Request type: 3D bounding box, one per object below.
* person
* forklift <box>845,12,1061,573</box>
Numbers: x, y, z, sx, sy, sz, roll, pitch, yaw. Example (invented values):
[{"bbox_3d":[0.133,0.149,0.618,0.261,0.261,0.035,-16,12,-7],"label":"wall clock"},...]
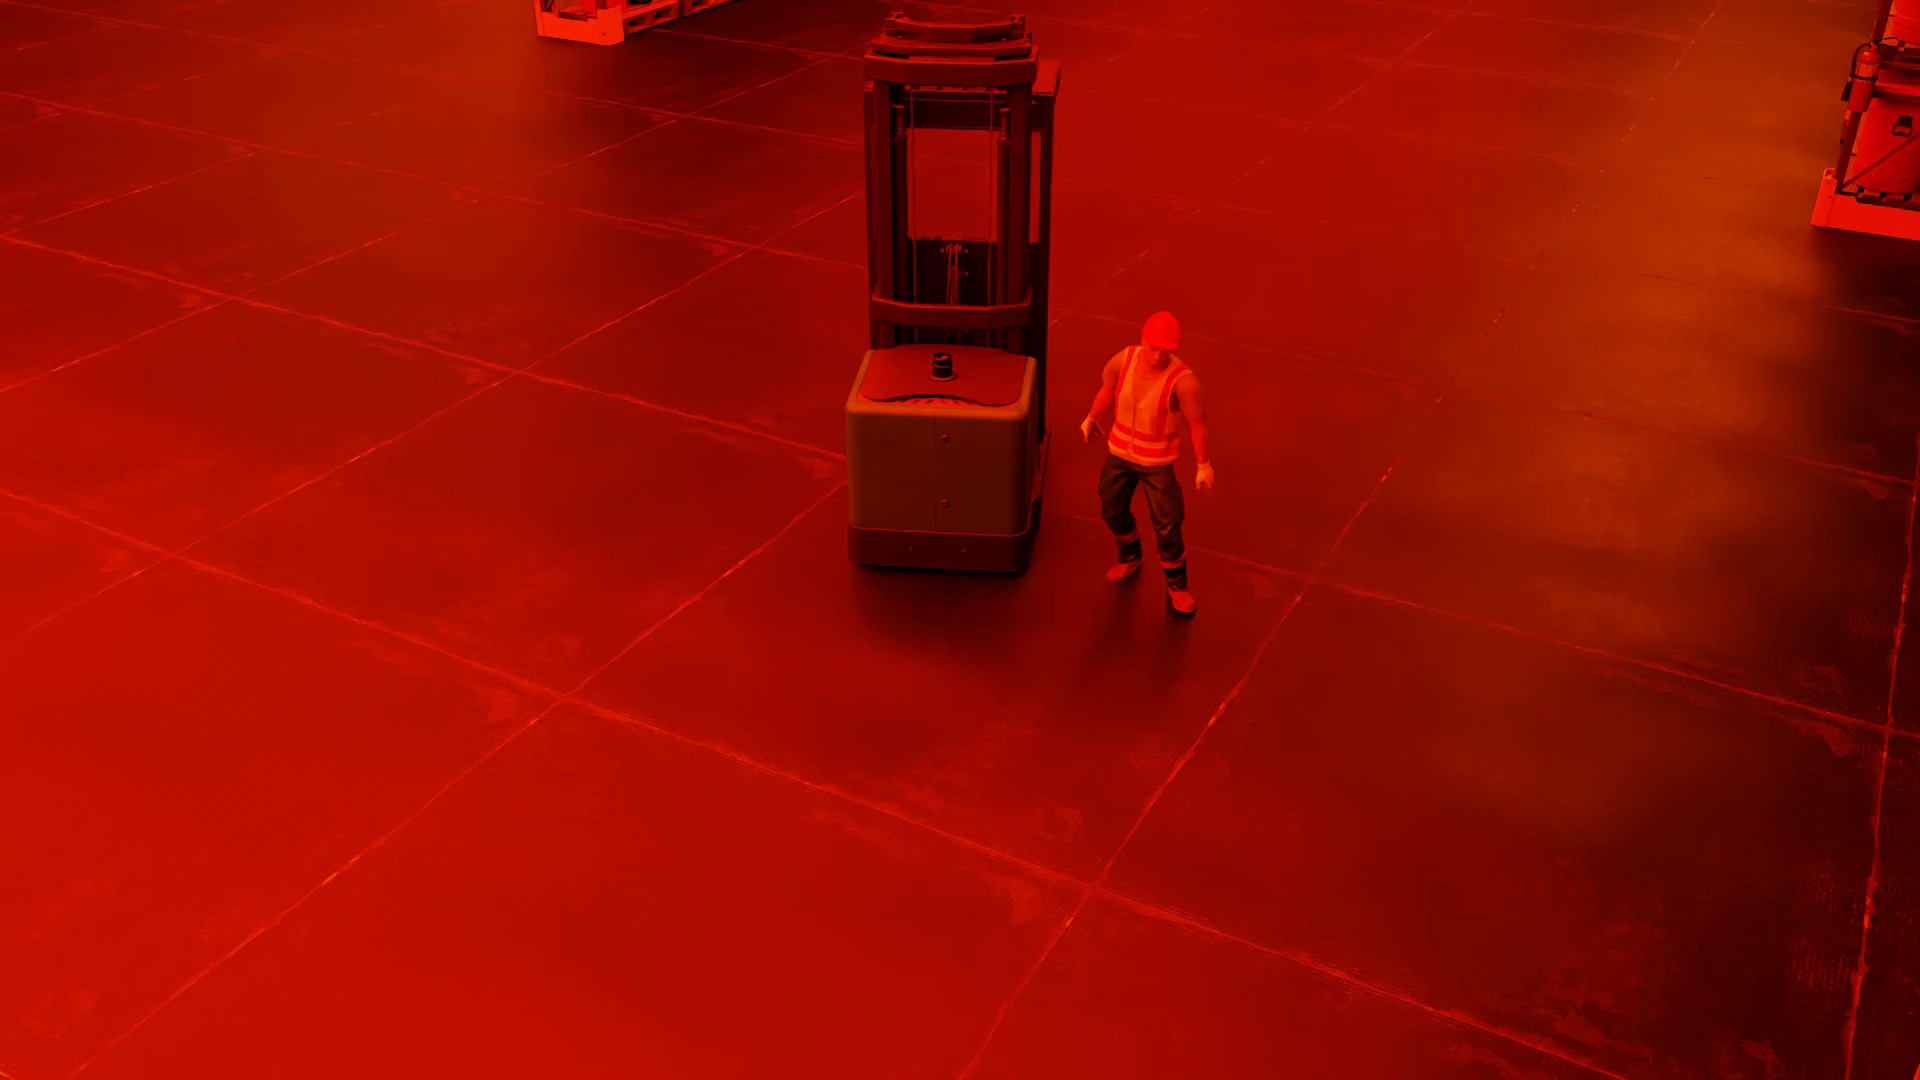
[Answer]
[{"bbox_3d":[1.006,-0.478,9.142,0.866,1.752,0.472,21,36,32],"label":"person"},{"bbox_3d":[0.019,-1.795,10.180,1.130,2.935,3.031,3,30,5],"label":"forklift"}]
